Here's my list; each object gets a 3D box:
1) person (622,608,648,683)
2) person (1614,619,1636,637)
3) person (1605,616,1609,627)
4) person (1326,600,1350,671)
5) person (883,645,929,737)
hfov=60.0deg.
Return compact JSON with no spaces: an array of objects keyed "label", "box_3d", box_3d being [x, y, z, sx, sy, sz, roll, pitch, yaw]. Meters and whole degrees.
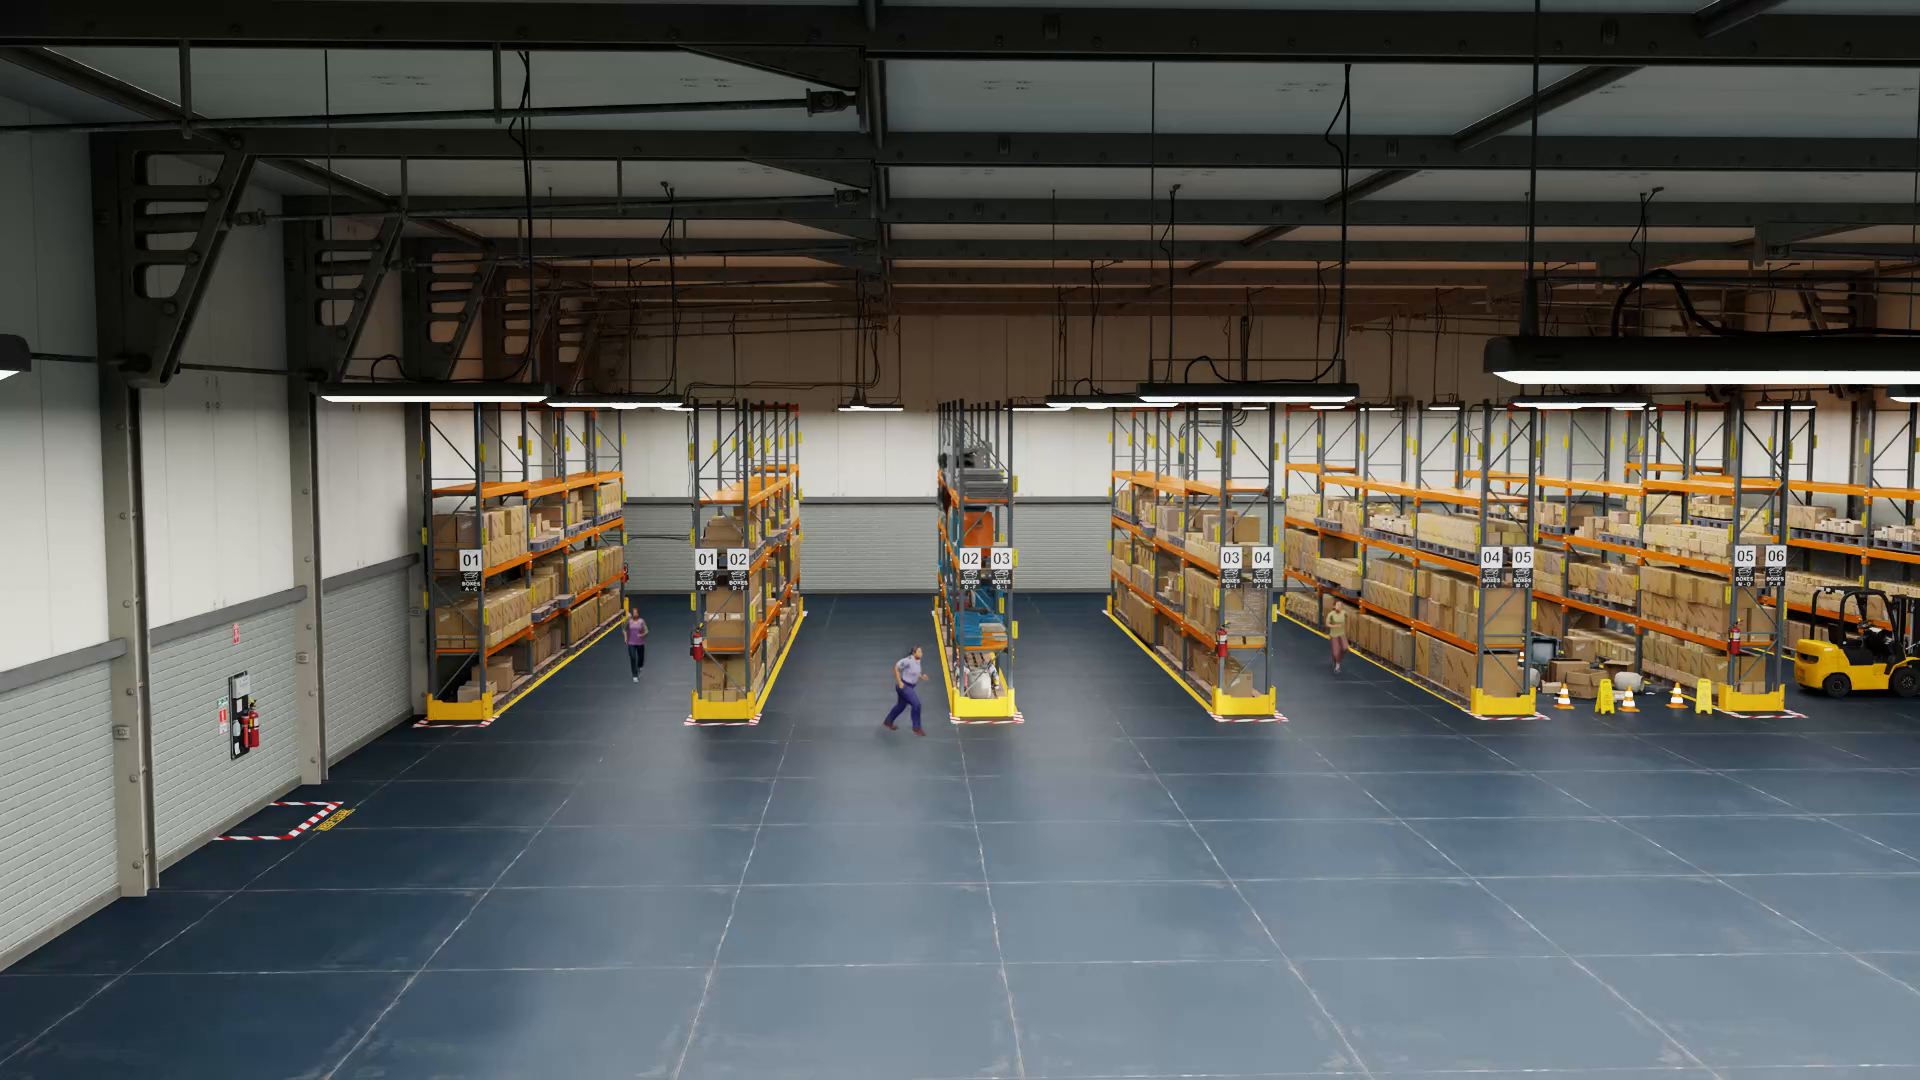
[{"label":"person","box_3d":[-6.947,2.234,35.605,0.548,1.565,0.780,-1,4,-11]},{"label":"person","box_3d":[16.466,1.744,41.121,0.659,1.771,1.017,0,4,-6]},{"label":"person","box_3d":[16.807,1.477,44.166,0.694,1.820,0.953,-1,4,-14]},{"label":"person","box_3d":[8.336,2.117,36.605,0.616,1.618,0.708,0,4,-6]},{"label":"person","box_3d":[-0.995,2.689,29.676,0.907,1.626,0.585,2,5,22]}]
